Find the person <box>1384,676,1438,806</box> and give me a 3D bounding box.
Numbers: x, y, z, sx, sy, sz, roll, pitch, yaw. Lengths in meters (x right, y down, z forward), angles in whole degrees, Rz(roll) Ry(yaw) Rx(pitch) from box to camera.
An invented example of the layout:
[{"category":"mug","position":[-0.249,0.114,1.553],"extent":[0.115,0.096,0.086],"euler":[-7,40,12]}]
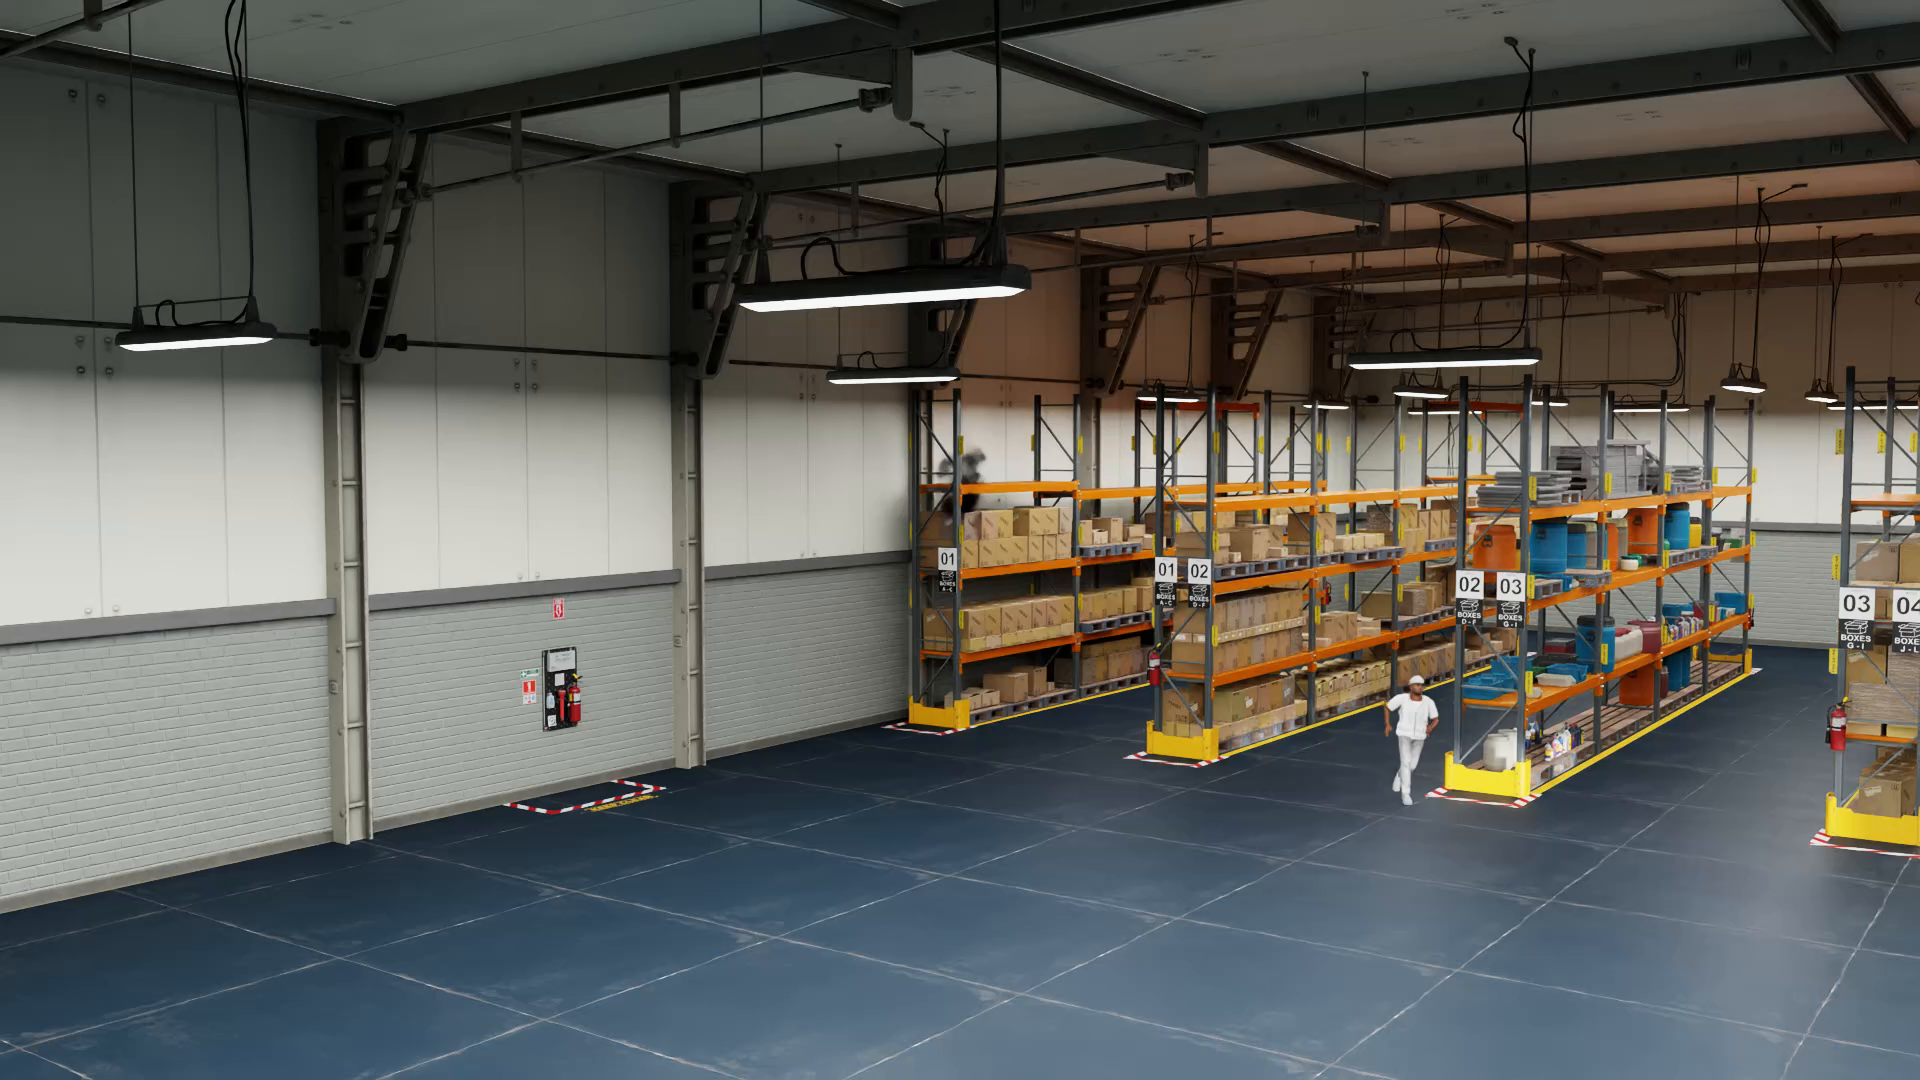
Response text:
[{"category":"person","position":[6.379,2.789,23.437],"extent":[0.743,1.750,0.877],"euler":[0,3,0]}]
